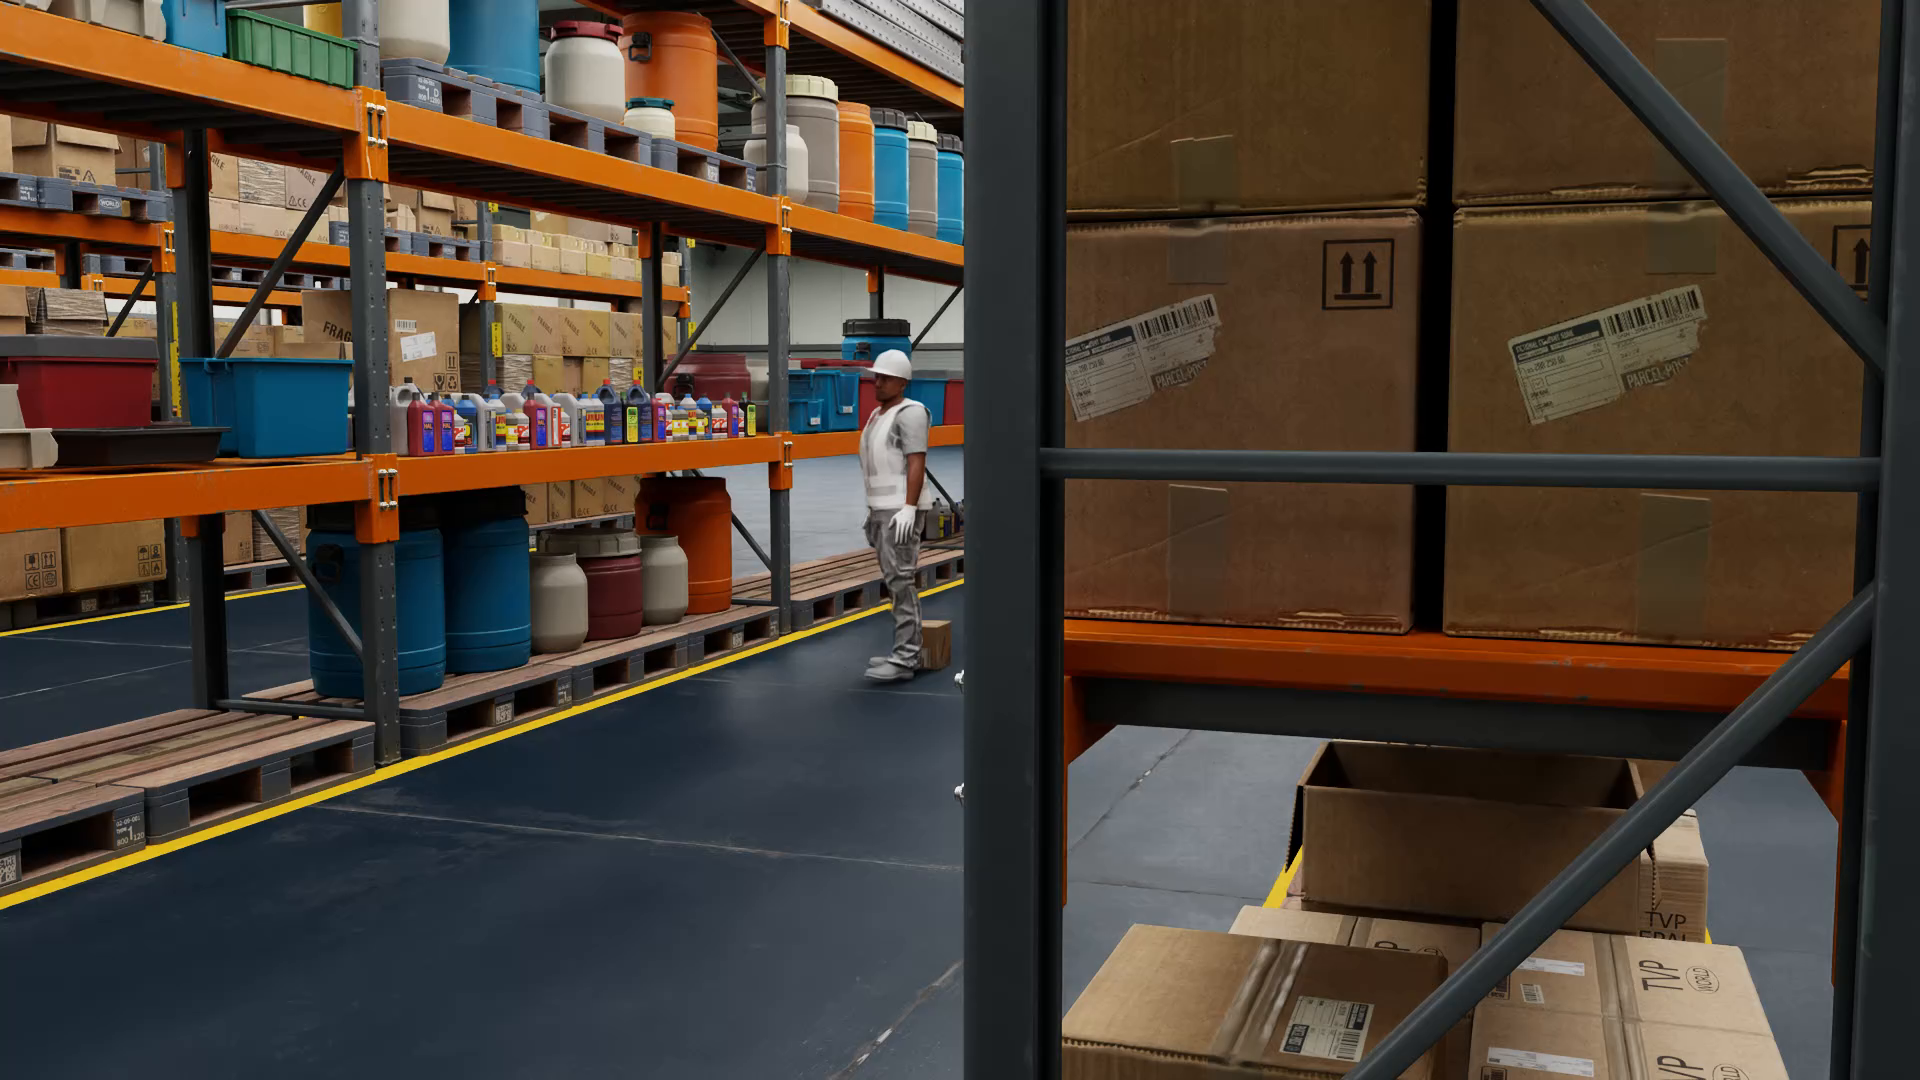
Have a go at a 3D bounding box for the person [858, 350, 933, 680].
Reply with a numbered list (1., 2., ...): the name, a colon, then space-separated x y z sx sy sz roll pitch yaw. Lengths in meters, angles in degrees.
1. person: -0.372 -0.143 9.088 0.446 1.784 0.615 -2 5 -20
